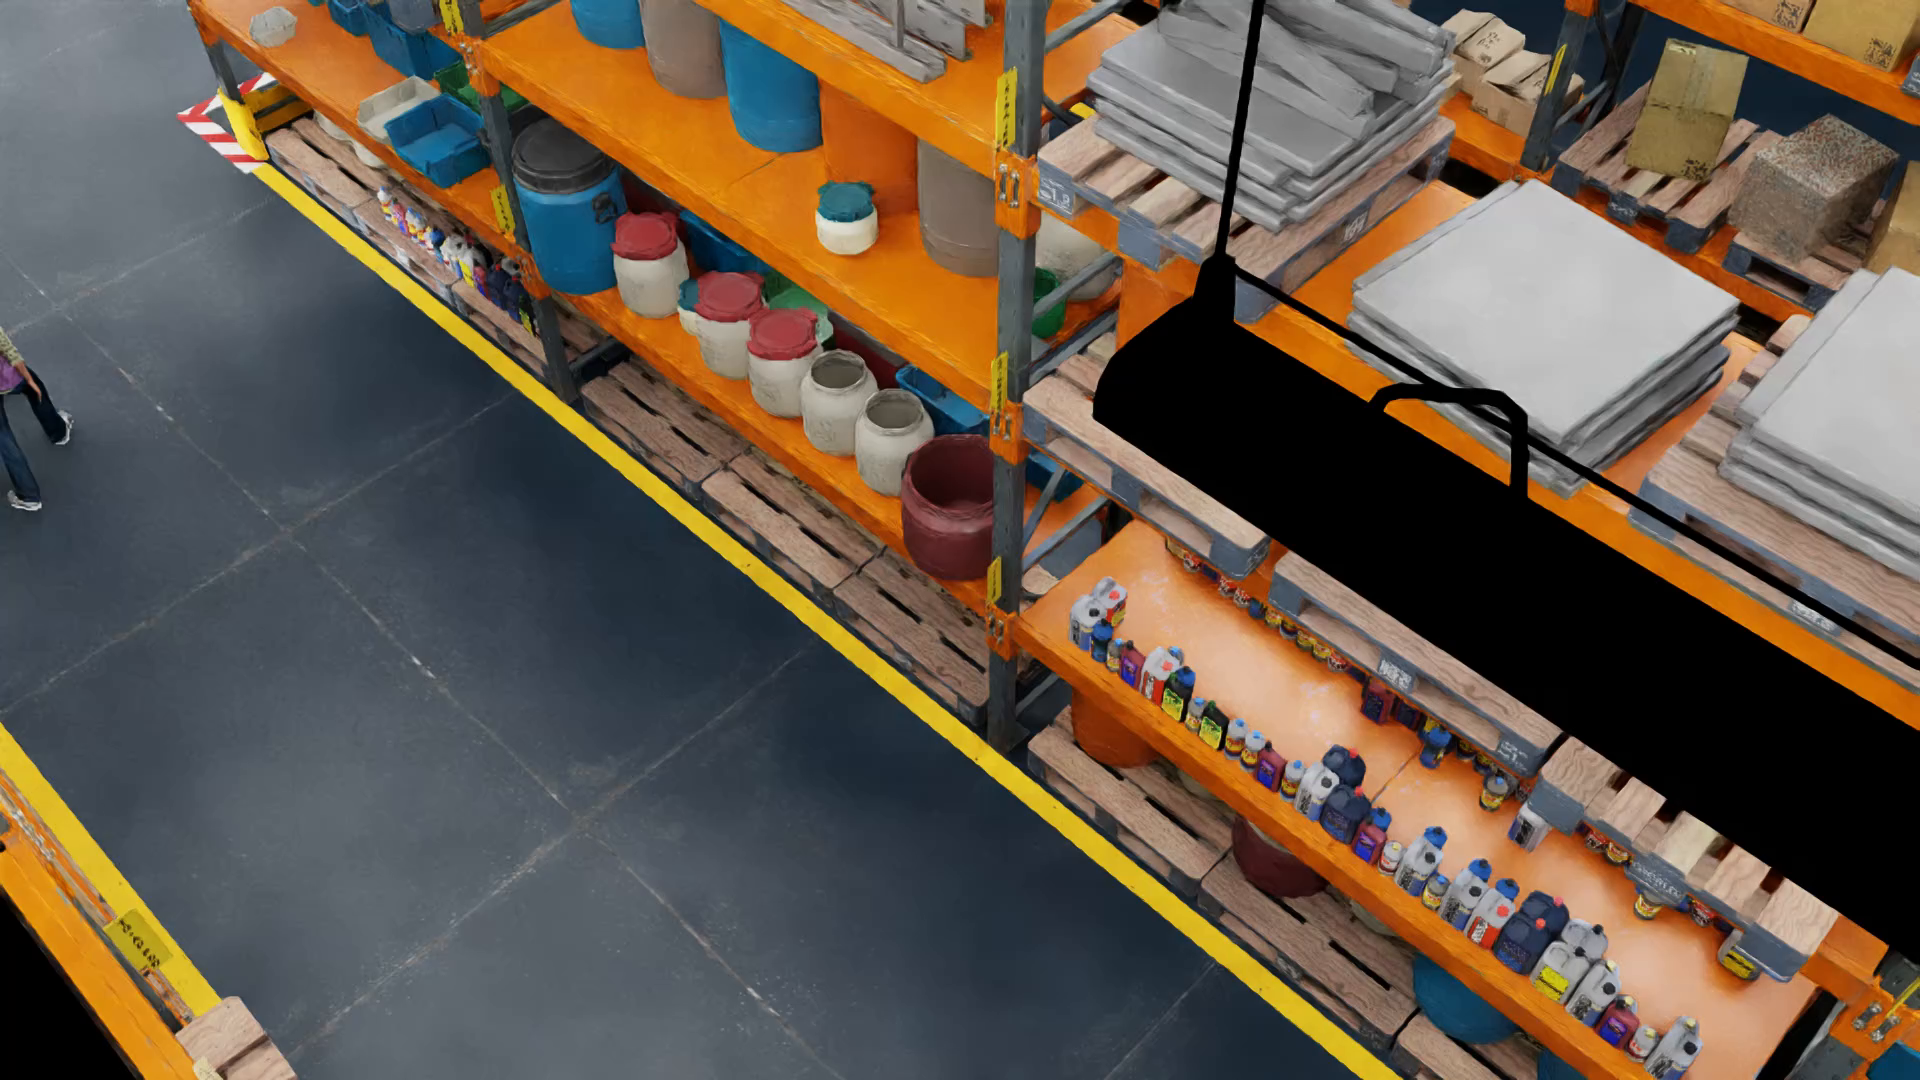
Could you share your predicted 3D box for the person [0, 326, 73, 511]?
[{"bbox_3d":[-5.912,-0.956,10.192,0.454,1.518,0.875,-18,52,-15],"label":"person"}]
